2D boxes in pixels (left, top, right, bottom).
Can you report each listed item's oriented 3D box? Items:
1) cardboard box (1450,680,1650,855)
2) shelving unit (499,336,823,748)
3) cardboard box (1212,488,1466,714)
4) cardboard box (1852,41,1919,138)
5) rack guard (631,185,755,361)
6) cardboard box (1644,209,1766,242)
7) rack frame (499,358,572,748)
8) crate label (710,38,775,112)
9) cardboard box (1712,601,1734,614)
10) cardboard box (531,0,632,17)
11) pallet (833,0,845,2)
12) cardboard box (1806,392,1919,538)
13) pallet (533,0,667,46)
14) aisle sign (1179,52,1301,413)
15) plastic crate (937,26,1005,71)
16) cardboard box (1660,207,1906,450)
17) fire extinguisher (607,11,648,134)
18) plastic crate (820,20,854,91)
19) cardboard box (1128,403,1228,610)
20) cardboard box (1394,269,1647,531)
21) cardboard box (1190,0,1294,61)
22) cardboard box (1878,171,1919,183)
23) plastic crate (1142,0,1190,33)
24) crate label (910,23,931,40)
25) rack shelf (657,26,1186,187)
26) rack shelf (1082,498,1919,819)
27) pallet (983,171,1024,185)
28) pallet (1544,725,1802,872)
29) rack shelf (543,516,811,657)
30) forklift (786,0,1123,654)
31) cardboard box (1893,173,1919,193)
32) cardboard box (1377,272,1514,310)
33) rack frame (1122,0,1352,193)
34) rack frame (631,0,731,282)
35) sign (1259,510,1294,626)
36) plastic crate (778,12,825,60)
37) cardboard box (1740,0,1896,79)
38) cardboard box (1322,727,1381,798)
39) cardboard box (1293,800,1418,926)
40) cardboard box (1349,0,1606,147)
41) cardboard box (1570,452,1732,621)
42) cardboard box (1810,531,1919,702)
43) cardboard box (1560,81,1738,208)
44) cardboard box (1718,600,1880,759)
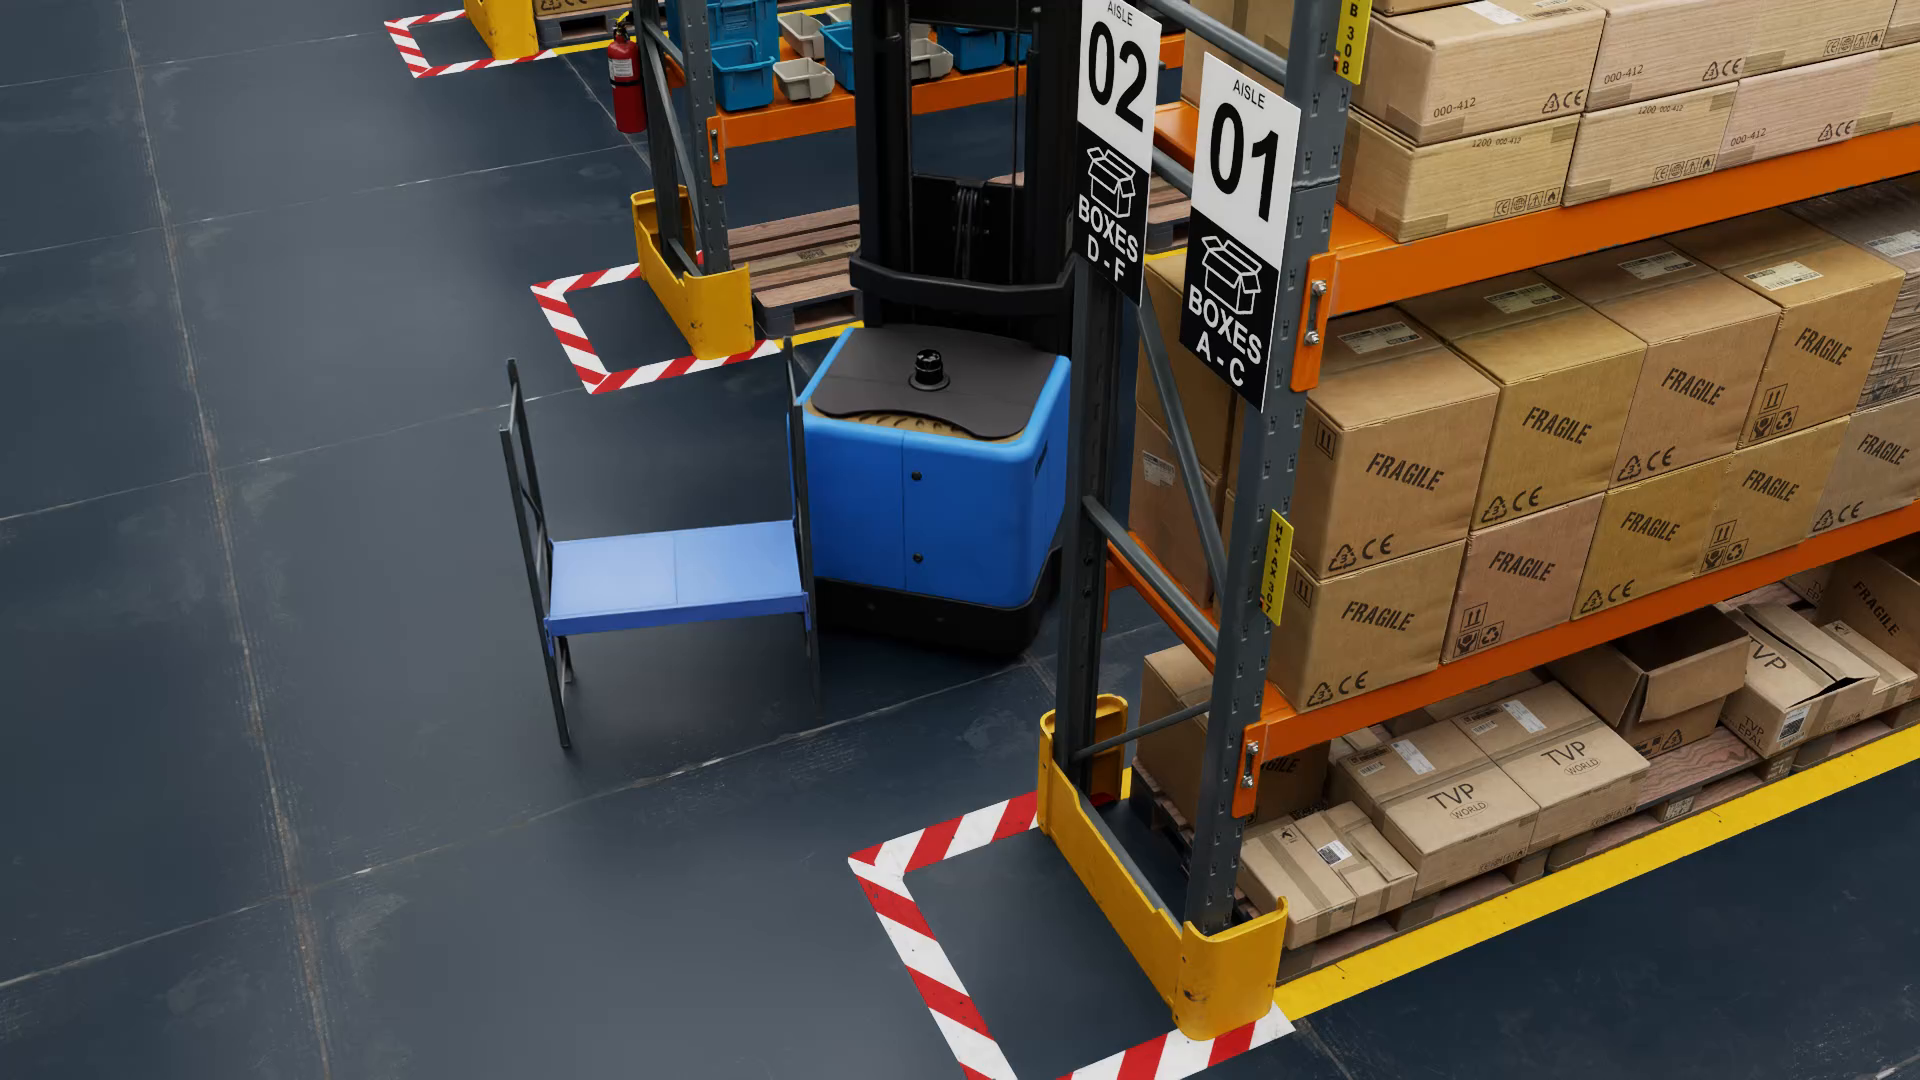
[{"bbox_3d":[2.122,0.820,6.065,0.500,0.250,0.500,-16,39,-20],"label":"cardboard box"},{"bbox_3d":[-1.114,0.029,6.452,1.048,1.500,0.538,-6,37,-7],"label":"shelving unit"},{"bbox_3d":[1.118,0.120,4.987,0.500,0.500,0.500,-15,39,-19],"label":"cardboard box"},{"bbox_3d":[2.537,-1.385,4.707,0.500,0.250,0.500,-16,39,-20],"label":"cardboard box"},{"bbox_3d":[-1.513,-1.525,9.387,0.348,0.500,1.175,-16,39,-20],"label":"rack guard"},{"bbox_3d":[2.279,-0.965,5.610,0.500,0.500,0.500,-14,39,-19],"label":"cardboard box"},{"bbox_3d":[-1.615,0.078,6.386,0.032,1.500,0.500,-6,37,-7],"label":"rack frame"},{"bbox_3d":[-1.134,-2.384,8.536,0.303,0.233,0.416,-16,39,-20],"label":"crate label"},{"bbox_3d":[2.974,0.293,6.846,0.250,0.166,0.380,-16,39,-20],"label":"cardboard box"},{"bbox_3d":[-3.056,-4.734,13.045,0.875,0.875,0.875,-16,39,-20],"label":"cardboard box"},{"bbox_3d":[-0.702,-4.955,14.254,1.213,0.211,1.003,-16,39,-20],"label":"pallet"},{"bbox_3d":[2.951,-0.395,5.681,0.500,0.500,0.500,-15,39,-19],"label":"cardboard box"},{"bbox_3d":[-2.911,-4.338,13.421,1.213,0.211,1.003,-16,39,-20],"label":"pallet"},{"bbox_3d":[0.667,-0.739,4.046,0.004,0.787,0.394,-16,39,-20],"label":"aisle sign"},{"bbox_3d":[0.058,-2.717,8.986,0.300,0.233,0.416,-16,39,-20],"label":"plastic crate"},{"bbox_3d":[2.502,-0.671,5.214,0.500,0.500,0.500,-16,39,-20],"label":"cardboard box"},{"bbox_3d":[-1.827,-2.568,9.073,0.183,0.674,0.296,-16,39,-20],"label":"fire extinguisher"},{"bbox_3d":[-0.538,-2.551,8.761,0.300,0.233,0.416,-16,39,-20],"label":"plastic crate"},{"bbox_3d":[0.894,-0.170,5.378,0.500,0.500,0.500,-14,39,-19],"label":"cardboard box"},{"bbox_3d":[1.588,-0.418,4.873,0.500,0.500,0.500,-15,39,-19],"label":"cardboard box"},{"bbox_3d":[0.961,-1.483,4.420,0.500,0.250,0.500,-16,39,-20],"label":"cardboard box"},{"bbox_3d":[3.212,-1.226,5.962,0.500,0.500,0.500,-17,40,-21],"label":"cardboard box"},{"bbox_3d":[1.225,-3.040,9.511,0.590,0.125,0.437,-16,39,-20],"label":"plastic crate"},{"bbox_3d":[-0.326,-2.914,9.331,0.243,0.136,0.396,-16,39,-20],"label":"crate label"},{"bbox_3d":[0.313,-2.760,9.556,4.000,0.370,1.077,-16,39,-20],"label":"rack shelf"},{"bbox_3d":[2.415,-0.087,5.954,4.000,0.370,1.077,-16,39,-20],"label":"rack shelf"},{"bbox_3d":[0.369,-1.917,10.157,1.213,0.211,1.003,-16,39,-20],"label":"pallet"},{"bbox_3d":[2.497,0.722,6.600,1.213,0.211,1.003,-16,39,-20],"label":"pallet"},{"bbox_3d":[-1.114,0.174,6.559,1.000,0.185,0.538,-6,37,-7],"label":"rack shelf"},{"bbox_3d":[0.169,-1.577,7.416,1.130,2.935,3.031,9,38,12],"label":"forklift"},{"bbox_3d":[3.415,-0.926,5.557,0.500,0.500,0.500,-16,40,-21],"label":"cardboard box"},{"bbox_3d":[1.347,-0.701,5.254,0.500,0.500,0.500,-15,39,-19],"label":"cardboard box"},{"bbox_3d":[0.604,-2.280,3.270,0.127,3.000,1.000,-16,39,-20],"label":"rack frame"},{"bbox_3d":[-1.497,-2.542,8.660,0.127,3.000,1.000,-16,39,-20],"label":"rack frame"},{"bbox_3d":[0.835,0.075,4.404,0.005,0.325,0.100,-16,39,-20],"label":"sign"},{"bbox_3d":[-0.836,-2.764,9.130,0.243,0.136,0.396,-16,39,-20],"label":"plastic crate"},{"bbox_3d":[2.085,-1.458,4.386,0.500,0.250,0.500,-16,39,-20],"label":"cardboard box"},{"bbox_3d":[1.396,0.767,6.207,0.250,0.166,0.380,-16,39,-20],"label":"cardboard box"},{"bbox_3d":[1.355,1.107,5.748,0.250,0.166,0.380,-16,39,-20],"label":"cardboard box"},{"bbox_3d":[1.180,-1.205,4.045,0.500,0.250,0.500,-16,39,-20],"label":"cardboard box"},{"bbox_3d":[2.038,-0.139,5.336,0.500,0.500,0.500,-16,39,-20],"label":"cardboard box"},{"bbox_3d":[3.830,0.242,6.635,0.500,0.500,0.500,-16,39,-20],"label":"cardboard box"},{"bbox_3d":[1.635,-1.127,4.360,0.500,0.250,0.500,-16,39,-20],"label":"cardboard box"},{"bbox_3d":[3.151,0.508,6.435,0.500,0.311,0.500,-16,39,-20],"label":"cardboard box"}]
